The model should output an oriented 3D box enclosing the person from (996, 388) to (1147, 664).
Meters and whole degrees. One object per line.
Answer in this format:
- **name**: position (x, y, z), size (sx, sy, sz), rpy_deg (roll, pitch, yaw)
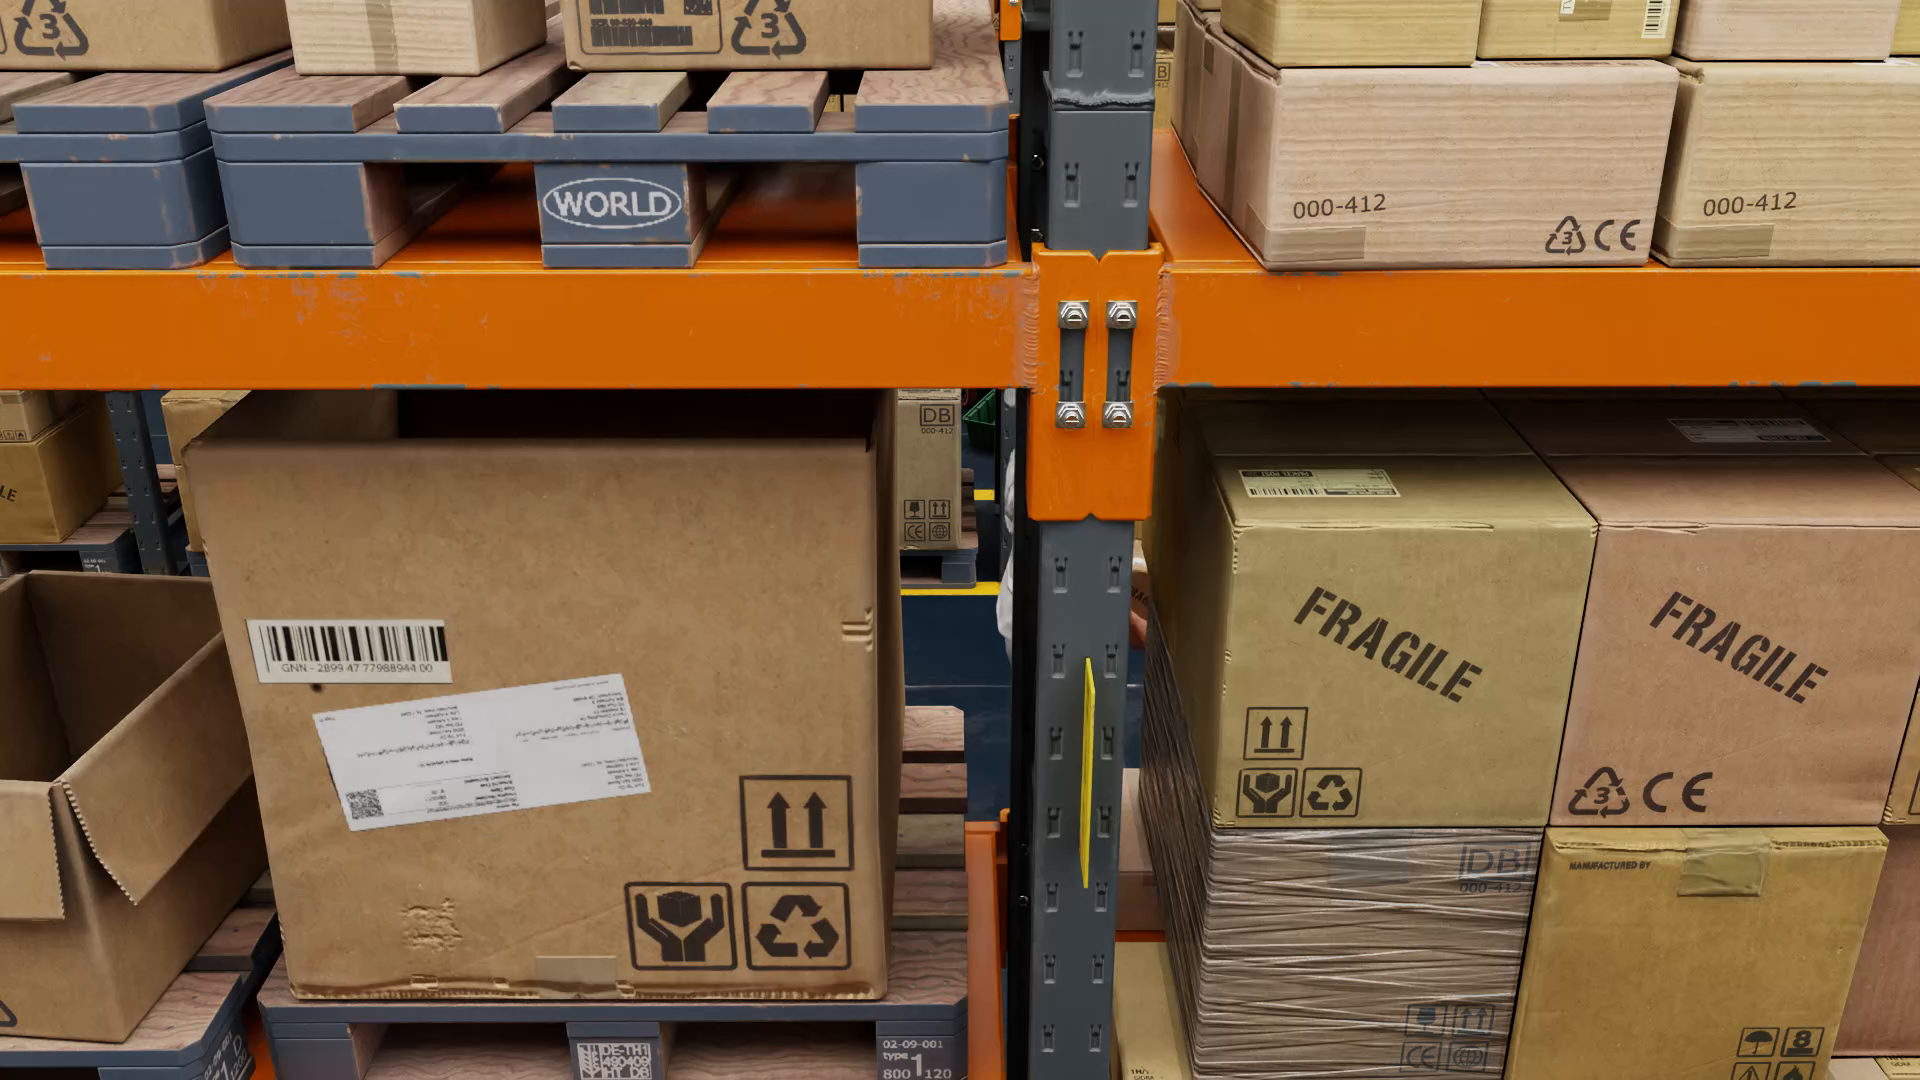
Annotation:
- **person**: position (0.406, 0.274, 5.459), size (0.542, 1.770, 0.493), rpy_deg (0, 24, 0)
